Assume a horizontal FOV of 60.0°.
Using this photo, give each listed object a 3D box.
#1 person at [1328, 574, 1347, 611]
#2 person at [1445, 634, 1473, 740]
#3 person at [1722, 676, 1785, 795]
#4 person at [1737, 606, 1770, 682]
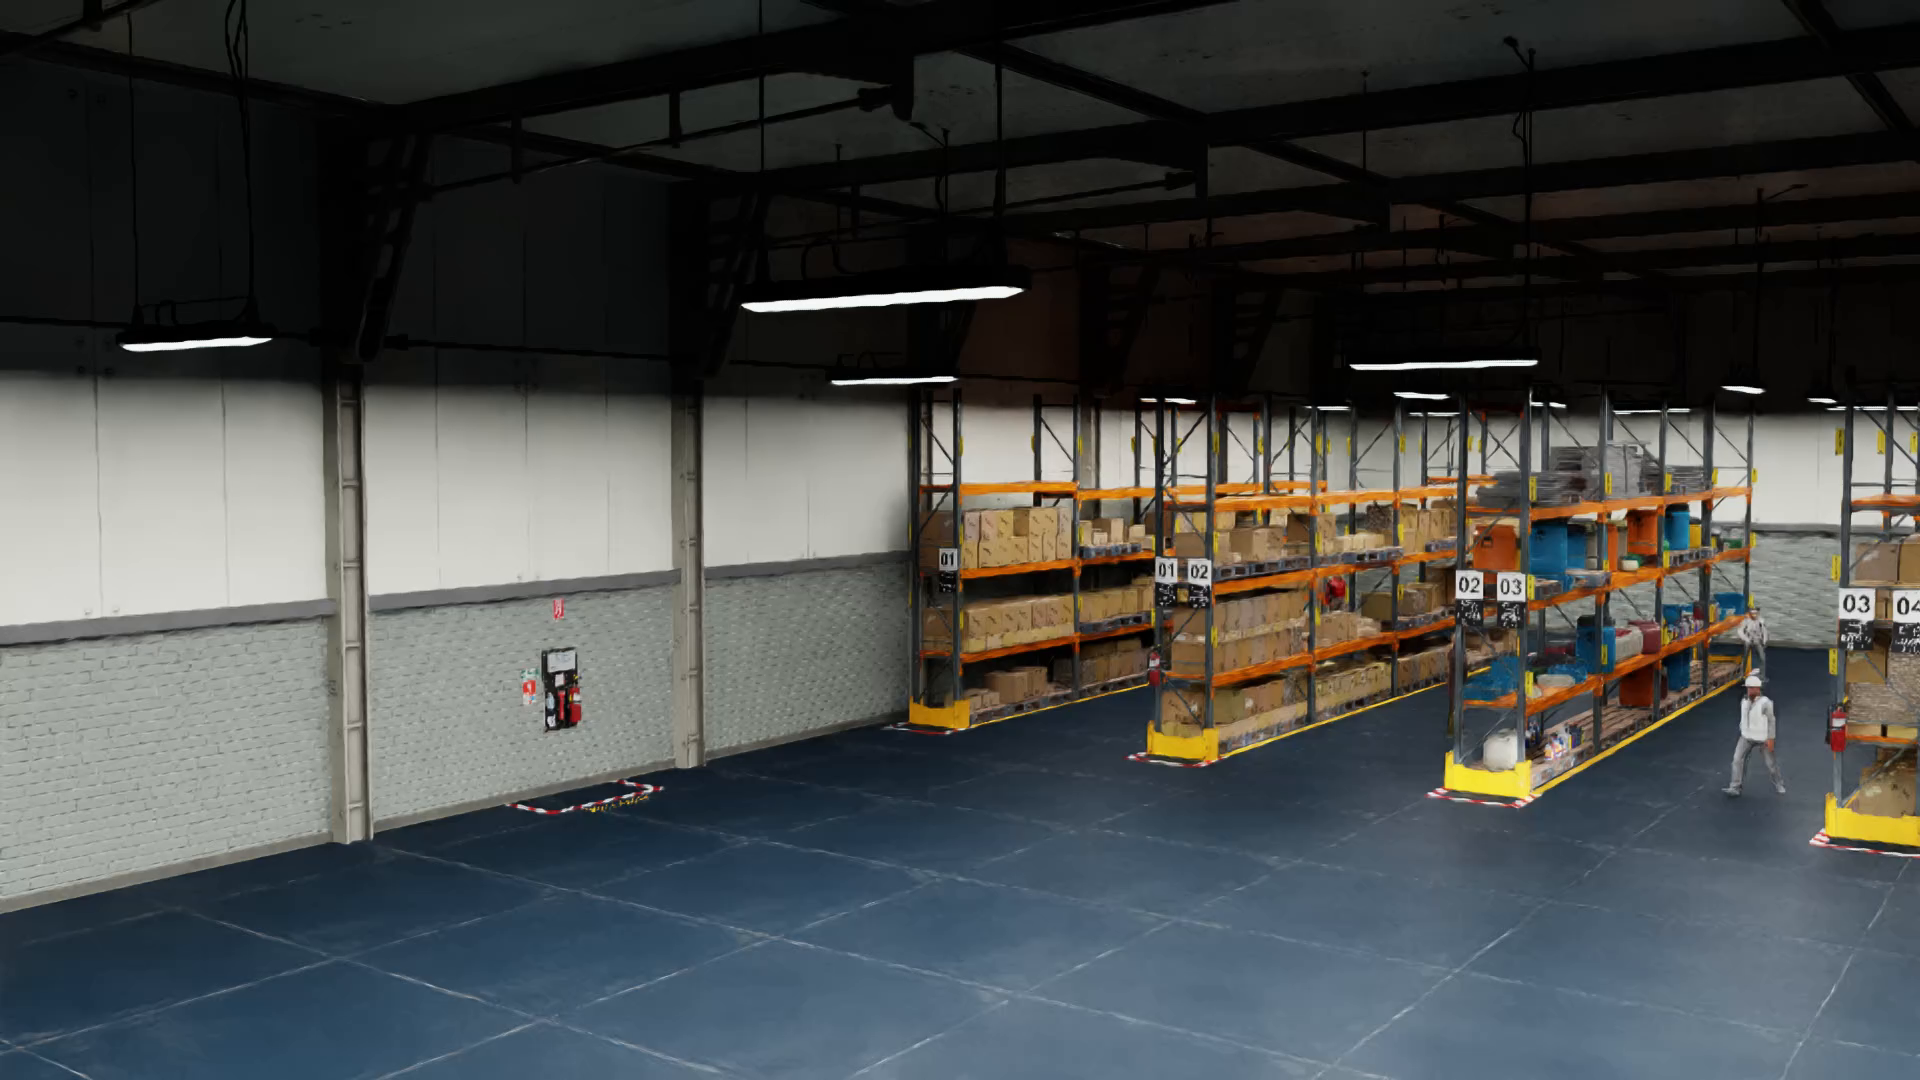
[{"bbox_3d":[10.048,1.618,44.090,0.751,1.723,0.540,-1,3,-22],"label":"person"},{"bbox_3d":[8.522,2.480,28.343,0.514,1.785,0.638,0,3,5],"label":"person"},{"bbox_3d":[11.390,2.794,23.763,0.962,1.728,0.576,-2,4,-32],"label":"person"},{"bbox_3d":[16.817,2.176,35.271,0.630,1.608,0.811,1,3,19],"label":"person"}]
